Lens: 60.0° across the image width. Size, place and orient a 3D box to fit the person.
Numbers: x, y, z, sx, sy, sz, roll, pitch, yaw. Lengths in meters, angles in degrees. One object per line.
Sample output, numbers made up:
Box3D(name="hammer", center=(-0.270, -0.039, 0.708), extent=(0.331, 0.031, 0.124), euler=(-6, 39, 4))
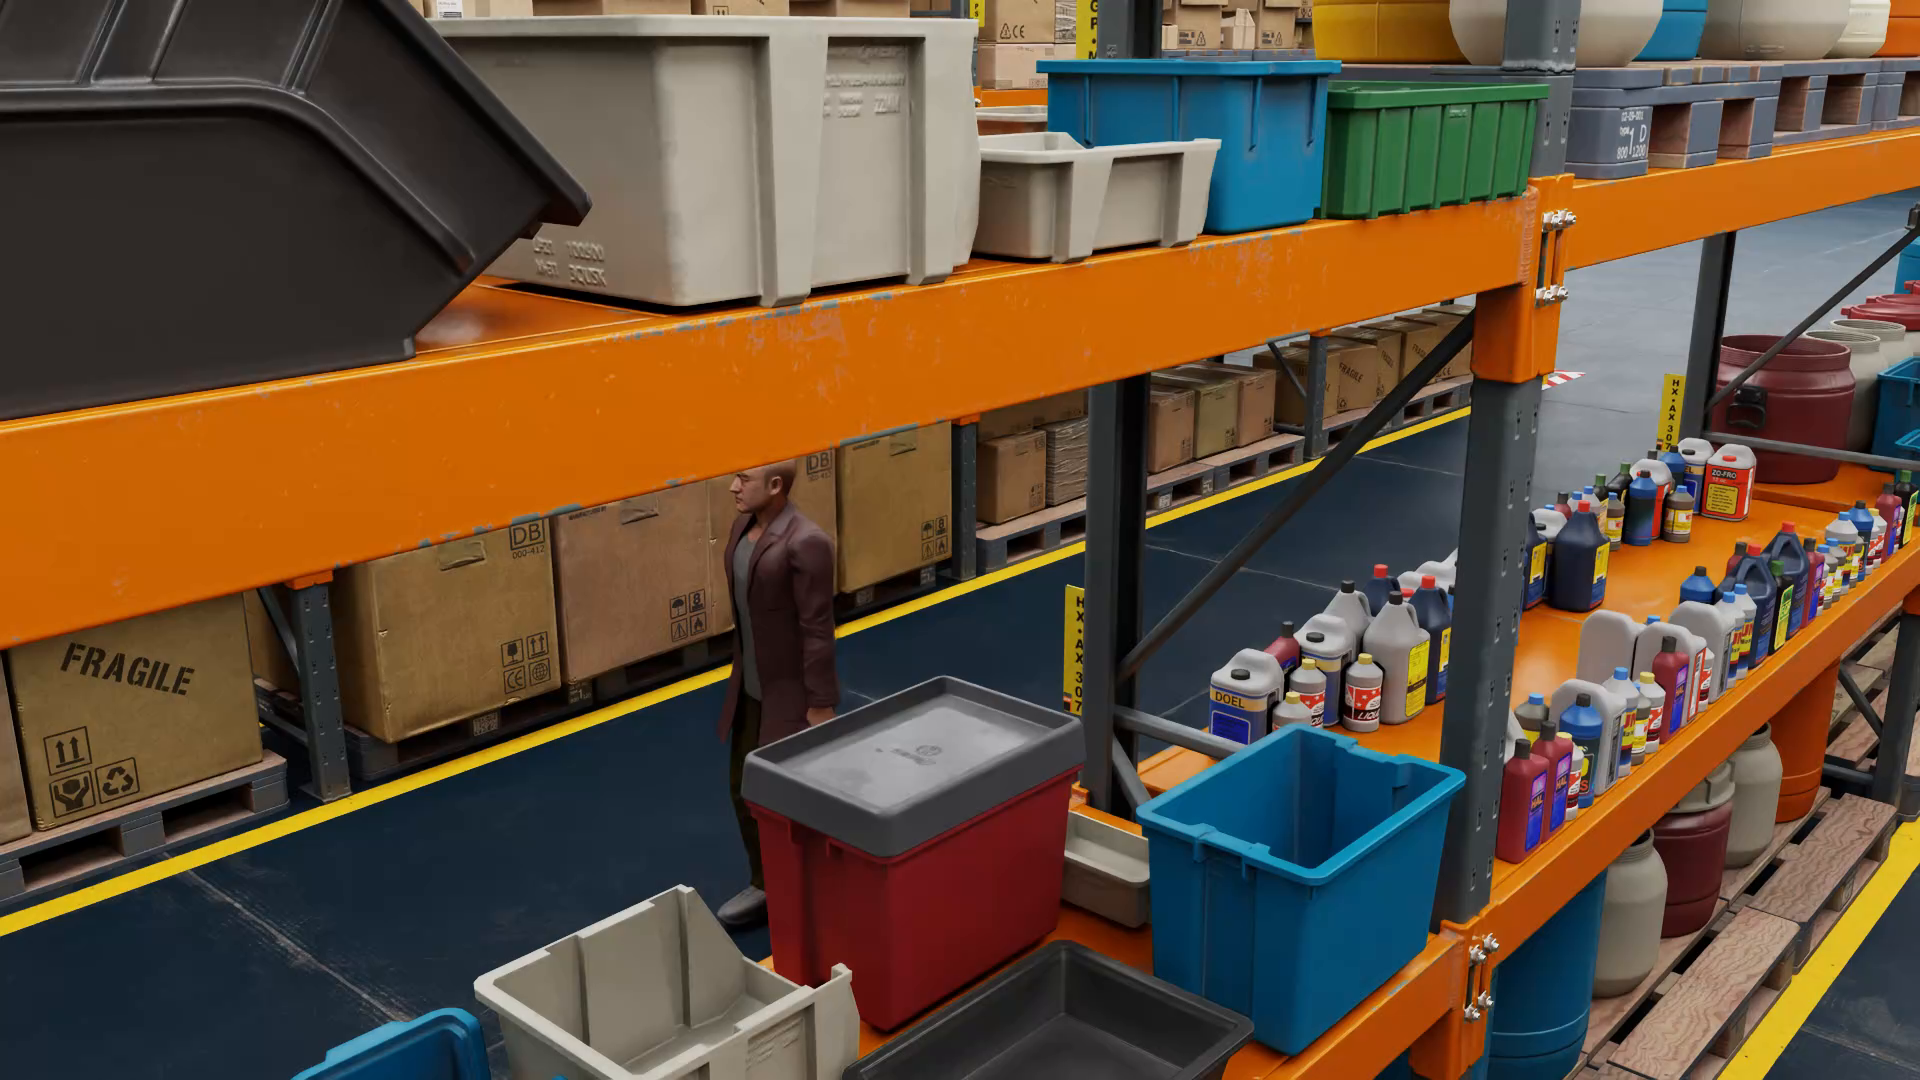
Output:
Box3D(name="person", center=(-0.552, 0.495, 5.840), extent=(0.689, 1.762, 0.610), euler=(-13, 21, -37))
